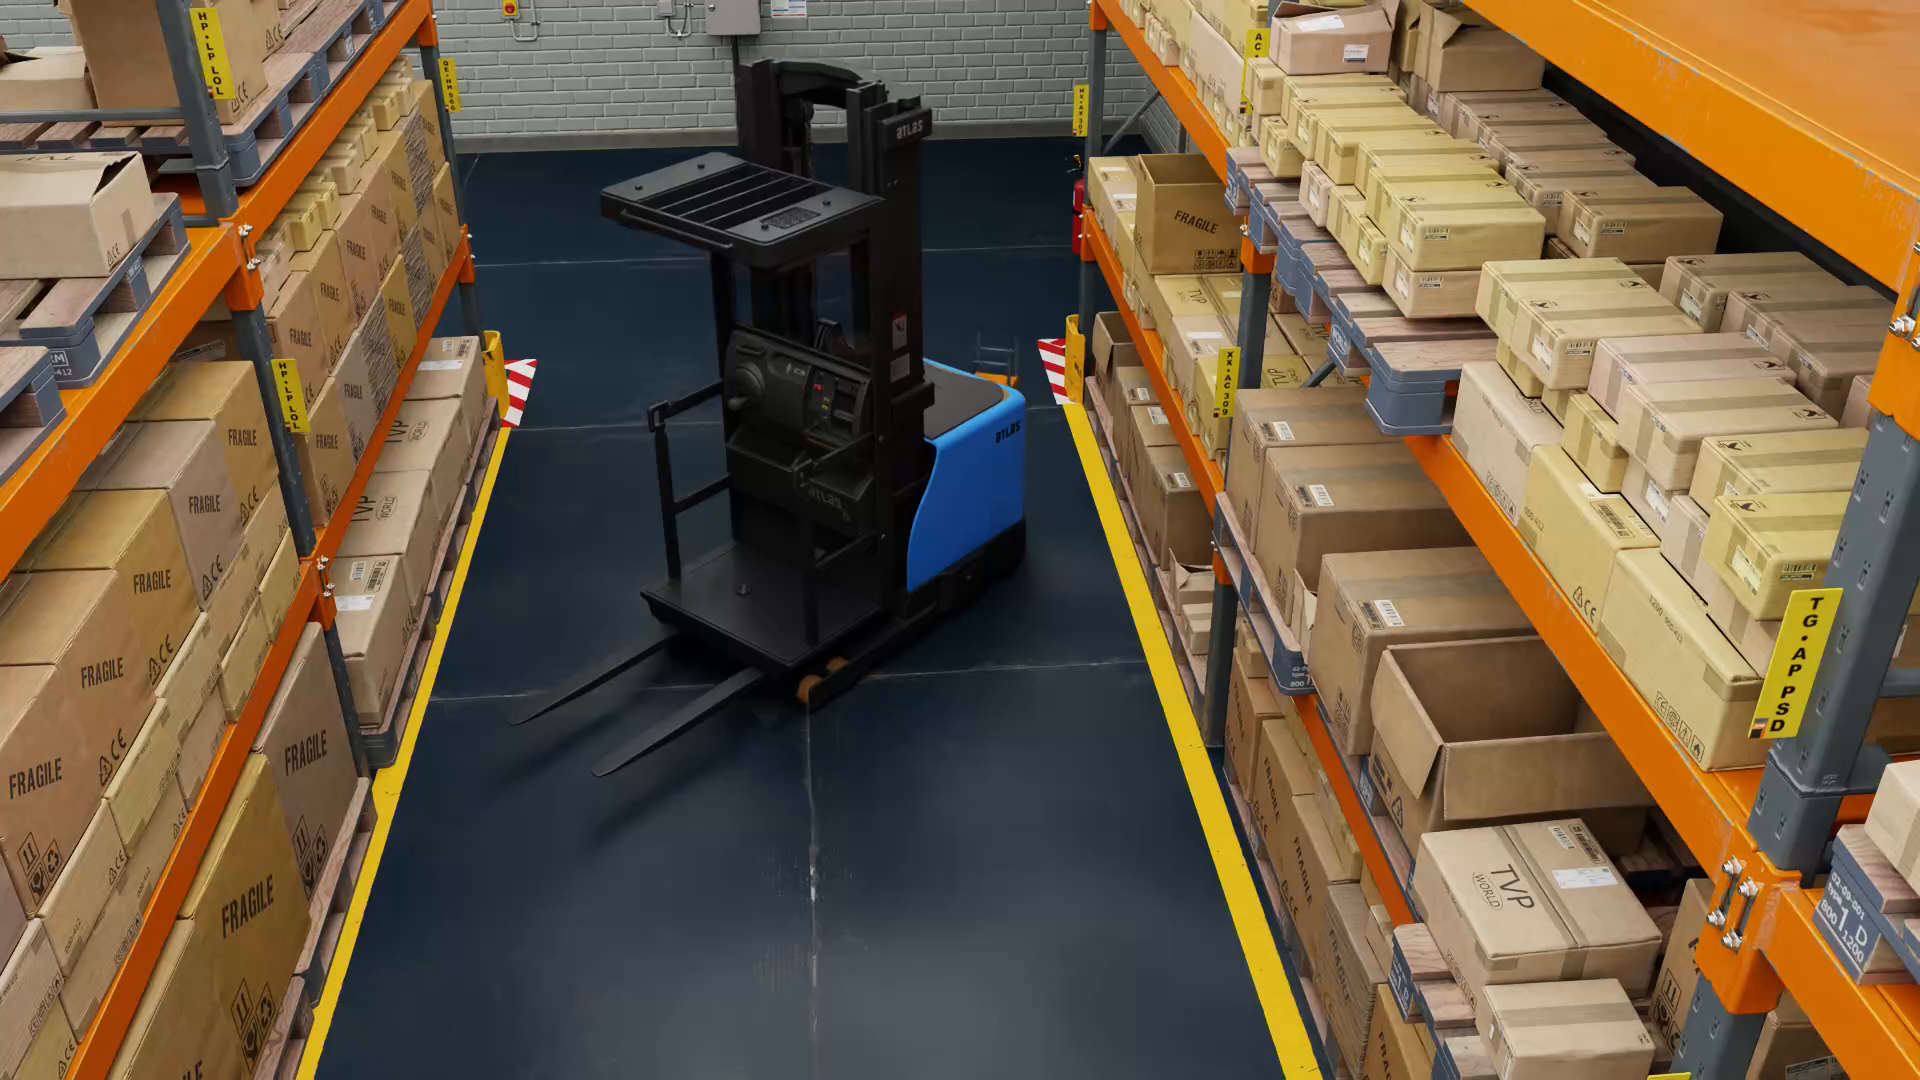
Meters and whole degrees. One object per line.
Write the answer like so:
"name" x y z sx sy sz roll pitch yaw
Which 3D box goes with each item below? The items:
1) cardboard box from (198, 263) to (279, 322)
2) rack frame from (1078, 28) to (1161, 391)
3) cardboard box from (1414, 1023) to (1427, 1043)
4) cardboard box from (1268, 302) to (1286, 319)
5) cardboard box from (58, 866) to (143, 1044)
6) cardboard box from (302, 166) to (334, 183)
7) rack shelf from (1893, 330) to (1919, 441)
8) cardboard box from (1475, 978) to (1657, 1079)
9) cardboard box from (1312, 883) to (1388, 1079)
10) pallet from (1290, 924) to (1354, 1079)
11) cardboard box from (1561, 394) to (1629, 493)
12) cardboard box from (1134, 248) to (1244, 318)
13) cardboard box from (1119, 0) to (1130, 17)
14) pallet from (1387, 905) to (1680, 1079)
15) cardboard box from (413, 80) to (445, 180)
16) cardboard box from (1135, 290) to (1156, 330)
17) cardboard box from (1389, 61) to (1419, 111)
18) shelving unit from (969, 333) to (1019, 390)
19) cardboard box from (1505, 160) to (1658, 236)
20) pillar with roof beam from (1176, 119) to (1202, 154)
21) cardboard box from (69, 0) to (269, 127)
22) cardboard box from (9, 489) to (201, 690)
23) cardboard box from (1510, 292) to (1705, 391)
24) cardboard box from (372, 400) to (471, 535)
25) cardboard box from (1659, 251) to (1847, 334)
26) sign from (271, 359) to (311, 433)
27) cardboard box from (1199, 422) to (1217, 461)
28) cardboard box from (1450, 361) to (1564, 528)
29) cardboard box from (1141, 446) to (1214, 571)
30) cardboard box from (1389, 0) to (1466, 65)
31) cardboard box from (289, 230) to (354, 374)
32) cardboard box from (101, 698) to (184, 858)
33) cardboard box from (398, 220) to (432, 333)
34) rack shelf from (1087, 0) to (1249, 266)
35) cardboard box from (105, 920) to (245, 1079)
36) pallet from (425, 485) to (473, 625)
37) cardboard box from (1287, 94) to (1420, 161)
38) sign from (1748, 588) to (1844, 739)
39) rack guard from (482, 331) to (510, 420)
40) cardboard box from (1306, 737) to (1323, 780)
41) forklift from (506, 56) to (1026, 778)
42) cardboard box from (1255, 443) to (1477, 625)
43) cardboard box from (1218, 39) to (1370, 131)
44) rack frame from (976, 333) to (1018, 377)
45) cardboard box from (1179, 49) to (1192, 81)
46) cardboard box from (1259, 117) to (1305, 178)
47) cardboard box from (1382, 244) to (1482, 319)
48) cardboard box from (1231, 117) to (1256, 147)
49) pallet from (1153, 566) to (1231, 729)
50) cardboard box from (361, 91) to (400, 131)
"cardboard box" -3.030 -1.014 6.818 0.380 0.149 0.250 -3 31 -5
"rack frame" 1.309 -2.372 10.796 1.000 3.000 0.127 -3 31 -5
"cardboard box" 1.717 1.548 5.629 0.380 0.149 0.250 -3 31 -5
"cardboard box" 1.805 -1.178 8.654 0.500 0.250 0.500 -2 31 -4
"cardboard box" -2.790 1.225 4.920 0.500 0.250 0.500 -2 31 -3
"cardboard box" -3.200 -1.664 7.906 0.380 0.149 0.250 -3 31 -5
"rack shelf" 2.243 0.638 0.997 1.077 0.370 4.000 -3 31 -5
"cardboard box" 1.613 1.323 4.446 0.380 0.149 0.250 -2 31 -4
"cardboard box" 1.648 1.612 6.154 0.500 0.500 0.500 -4 31 -6
"pallet" 1.913 1.905 6.355 1.003 0.211 1.213 -3 31 -5
"cardboard box" 1.713 -0.245 4.068 0.380 0.149 0.250 -3 31 -5
"cardboard box" 1.250 -1.415 9.050 0.500 0.250 0.500 -4 31 -6
"cardboard box" 1.085 -2.982 9.136 0.380 0.149 0.250 -2 31 -3
"pallet" 1.923 1.452 4.581 1.213 0.211 1.003 -3 31 -5
"cardboard box" -3.351 -2.370 9.720 0.500 0.500 0.500 -2 31 -3
"cardboard box" 1.182 -1.290 9.229 0.380 0.149 0.250 -2 31 -3
"cardboard box" 1.827 -1.713 6.216 0.380 0.149 0.250 -3 31 -5
"shelving unit" 0.188 -0.589 9.565 0.258 1.200 0.189 7 32 12
"cardboard box" 1.896 -1.051 5.107 0.380 0.149 0.250 -3 31 -4
"pillar with roof beam" -2.332 -6.161 11.289 9.100 9.000 0.400 -3 31 -5
"cardboard box" -3.105 -1.954 6.567 0.500 0.500 0.500 -2 31 -4
"cardboard box" -2.884 0.177 5.455 0.500 0.500 0.500 -2 31 -3
"cardboard box" 1.634 -0.505 4.213 0.380 0.149 0.250 -3 31 -6
"cardboard box" -3.378 -0.414 9.606 0.875 0.438 0.875 -2 31 -3
"cardboard box" 2.119 -0.655 4.464 0.380 0.149 0.250 -3 31 -5
"sign" -2.720 -0.584 6.751 0.100 0.325 0.005 -3 31 -5
"cardboard box" 1.355 -0.505 7.915 0.380 0.149 0.250 -2 31 -3
"cardboard box" 1.672 -0.274 4.504 0.500 0.250 0.500 -3 31 -5
"cardboard box" 1.410 -0.194 9.178 0.700 0.500 0.500 -4 31 -6
"cardboard box" 1.919 -2.162 6.888 0.500 0.250 0.500 -3 31 -5
"cardboard box" -3.104 -1.075 7.552 0.500 0.500 0.500 -3 31 -5
"cardboard box" -2.803 0.753 5.223 0.500 0.250 0.500 -2 31 -4
"cardboard box" -3.235 -1.423 9.109 0.500 0.500 0.500 -2 31 -3
"rack shelf" 1.495 -2.330 8.502 1.077 0.370 4.000 -3 31 -5
"cardboard box" -2.947 1.872 5.354 0.875 0.875 0.875 -2 31 -4
"pallet" -3.370 0.091 9.392 1.003 0.211 1.213 -3 31 -5
"cardboard box" 1.351 -1.423 5.730 0.380 0.149 0.250 -3 31 -6
"sign" 1.516 0.228 3.015 0.100 0.325 0.005 -3 31 -5
"rack guard" -3.635 -1.071 11.056 1.175 0.500 0.348 -3 31 -5
"cardboard box" 1.628 0.888 6.734 0.380 0.149 0.250 -3 31 -5
"forklift" -0.946 -0.706 8.073 1.130 2.935 3.031 23 38 33
"cardboard box" 1.553 -0.031 6.370 0.700 0.500 0.500 -2 31 -4
"cardboard box" 1.388 -1.915 6.962 0.500 0.250 0.500 -3 31 -4
"rack frame" 0.210 -0.634 9.641 0.240 1.200 0.006 7 32 12
"cardboard box" 1.275 -2.334 8.052 0.380 0.149 0.250 -2 31 -4
"cardboard box" 1.304 -1.428 6.028 0.380 0.149 0.250 -2 31 -4
"cardboard box" 1.483 -0.778 4.940 0.380 0.149 0.250 -2 31 -3
"cardboard box" 1.355 -1.679 6.956 0.380 0.149 0.250 -3 31 -5
"pallet" 1.619 0.517 8.679 1.003 0.211 1.213 -3 31 -5
"cardboard box" -3.262 -2.323 9.008 0.380 0.149 0.250 -2 31 -3
